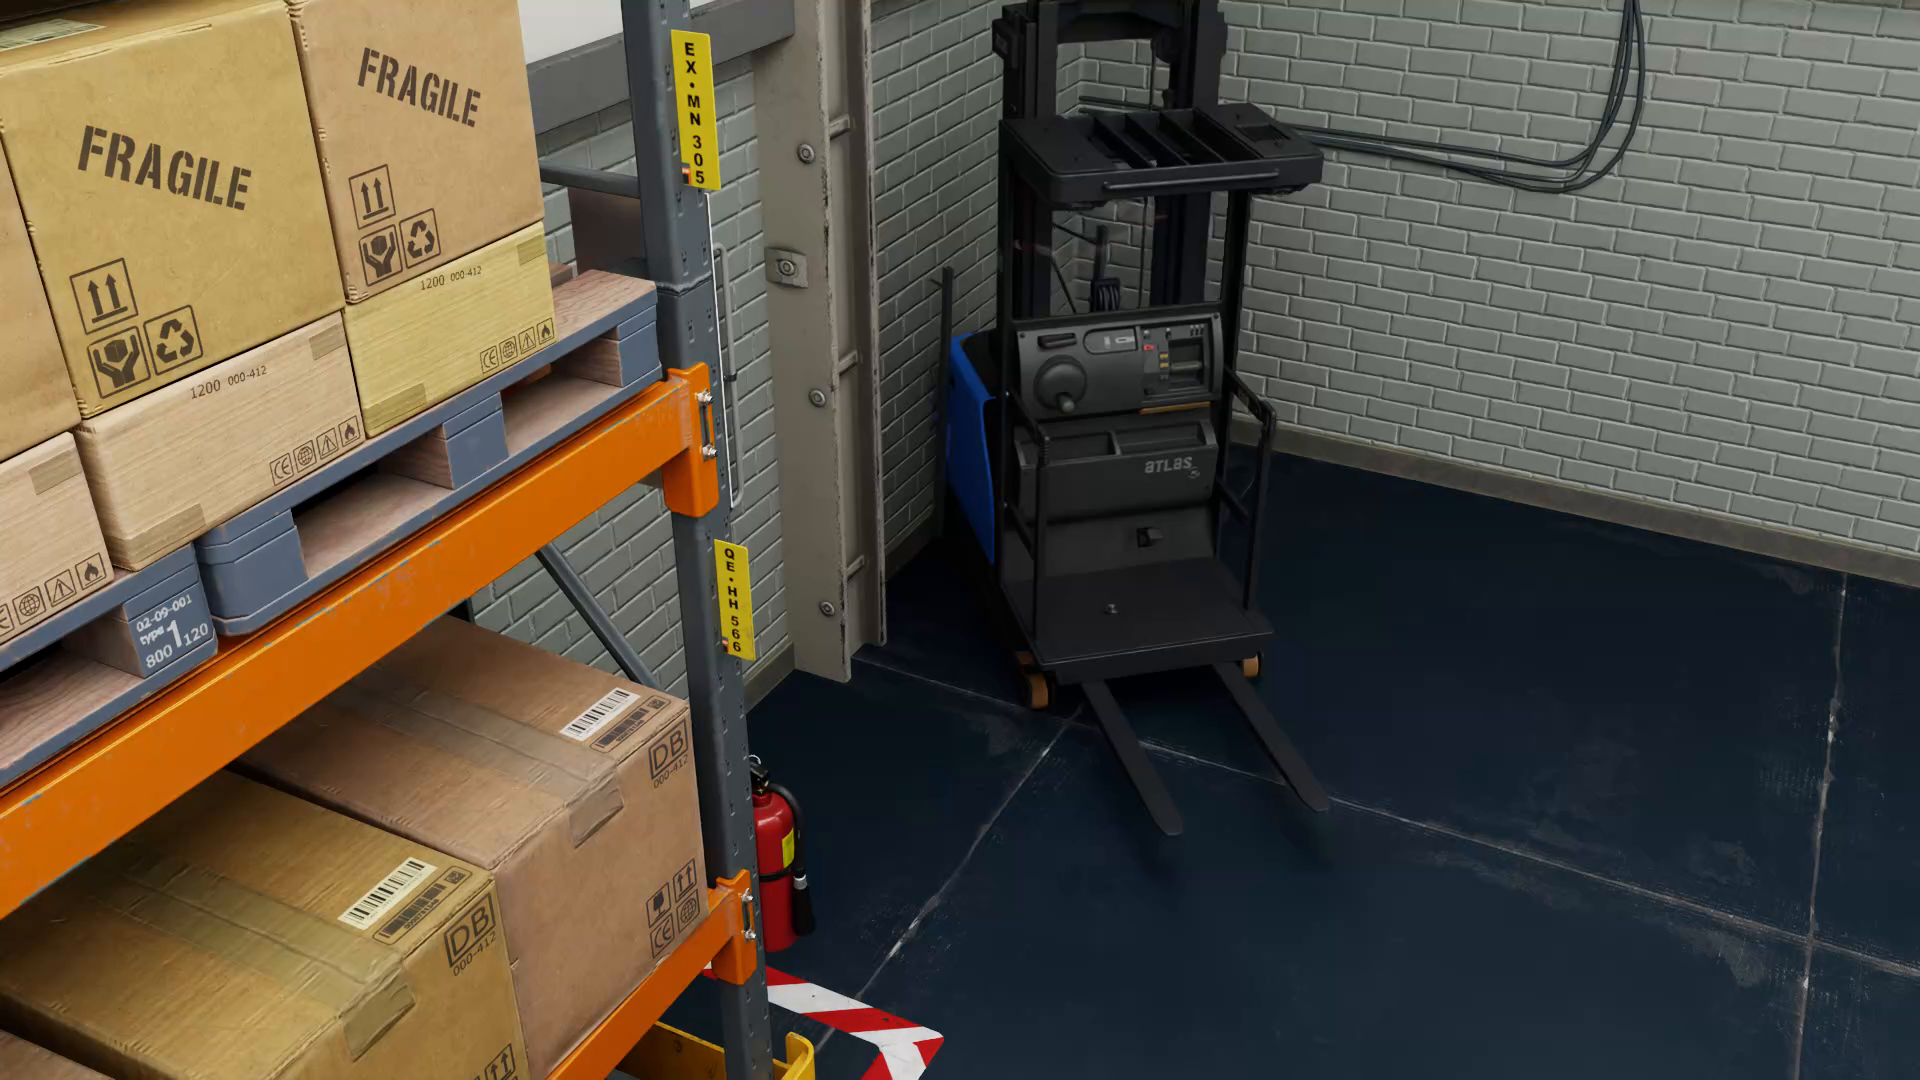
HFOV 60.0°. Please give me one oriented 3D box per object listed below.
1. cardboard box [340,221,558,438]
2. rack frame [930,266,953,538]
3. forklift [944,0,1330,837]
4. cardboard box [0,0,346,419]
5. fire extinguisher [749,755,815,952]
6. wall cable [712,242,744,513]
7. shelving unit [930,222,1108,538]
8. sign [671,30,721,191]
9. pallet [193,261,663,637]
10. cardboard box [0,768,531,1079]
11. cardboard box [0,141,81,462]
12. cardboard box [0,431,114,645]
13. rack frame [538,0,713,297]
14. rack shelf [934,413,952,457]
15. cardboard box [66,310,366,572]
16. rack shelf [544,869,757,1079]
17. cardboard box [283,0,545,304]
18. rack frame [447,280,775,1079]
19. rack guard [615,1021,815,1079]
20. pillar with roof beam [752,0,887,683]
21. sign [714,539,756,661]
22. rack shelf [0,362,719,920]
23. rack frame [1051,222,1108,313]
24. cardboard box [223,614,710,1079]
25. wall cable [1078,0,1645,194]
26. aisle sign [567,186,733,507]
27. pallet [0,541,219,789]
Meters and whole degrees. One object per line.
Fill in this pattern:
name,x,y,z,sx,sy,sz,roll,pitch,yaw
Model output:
cardboard box,-1.128,-0.451,3.140,0.500,0.250,0.500,15,33,25
rack frame,-0.227,-0.760,8.509,0.032,1.500,0.500,-21,38,-33
forklift,0.755,-0.722,7.064,1.130,2.935,3.031,-7,31,-12
cardboard box,-1.359,-0.556,2.569,0.500,0.500,0.500,15,33,25
fire extinguisher,-0.551,0.858,4.696,0.296,0.674,0.183,14,33,23
wall cable,-1.290,-0.598,5.759,0.084,1.984,1.851,14,33,23
shelving unit,0.169,-0.912,8.790,1.048,1.500,0.538,-21,38,-33
sign,-0.554,-0.896,3.476,0.100,0.325,0.005,14,33,23
pallet,-1.360,-0.306,3.348,1.003,0.211,1.213,14,33,23
cardboard box,-1.576,1.048,3.611,0.980,0.700,0.700,14,33,23
cardboard box,-1.589,-0.322,2.163,0.500,0.500,0.500,13,32,21
cardboard box,-1.597,0.012,2.334,0.500,0.250,0.500,13,32,22
rack frame,-1.031,-1.976,3.155,1.000,3.000,0.127,14,33,23
rack shelf,0.162,-0.758,8.883,1.000,0.185,0.538,-21,38,-33
cardboard box,-1.364,-0.220,2.738,0.500,0.250,0.500,13,32,21
rack shelf,-1.942,1.824,3.285,1.077,0.370,4.000,14,33,23
cardboard box,-1.121,-0.775,2.951,0.500,0.500,0.500,14,33,23
rack frame,-1.031,0.625,4.649,1.000,3.000,0.127,14,33,23
rack guard,-1.020,1.698,5.290,1.175,0.500,0.348,14,33,23
pillar with roof beam,3.261,-2.393,3.881,9.100,9.000,0.400,14,33,23
sign,-0.554,0.150,4.077,0.100,0.325,0.005,14,33,23
rack shelf,-1.942,0.523,2.538,1.077,0.370,4.000,14,33,23
rack frame,0.565,-1.064,9.070,0.032,1.500,0.500,-21,38,-33
cardboard box,-1.254,0.723,4.177,0.980,0.700,0.700,16,33,25
wall cable,1.864,-3.056,8.154,3.097,2.526,0.112,14,33,23
aisle sign,-0.731,-0.466,3.939,0.394,0.787,0.004,14,33,23
pallet,-1.914,0.237,2.402,1.003,0.211,1.213,14,33,23
